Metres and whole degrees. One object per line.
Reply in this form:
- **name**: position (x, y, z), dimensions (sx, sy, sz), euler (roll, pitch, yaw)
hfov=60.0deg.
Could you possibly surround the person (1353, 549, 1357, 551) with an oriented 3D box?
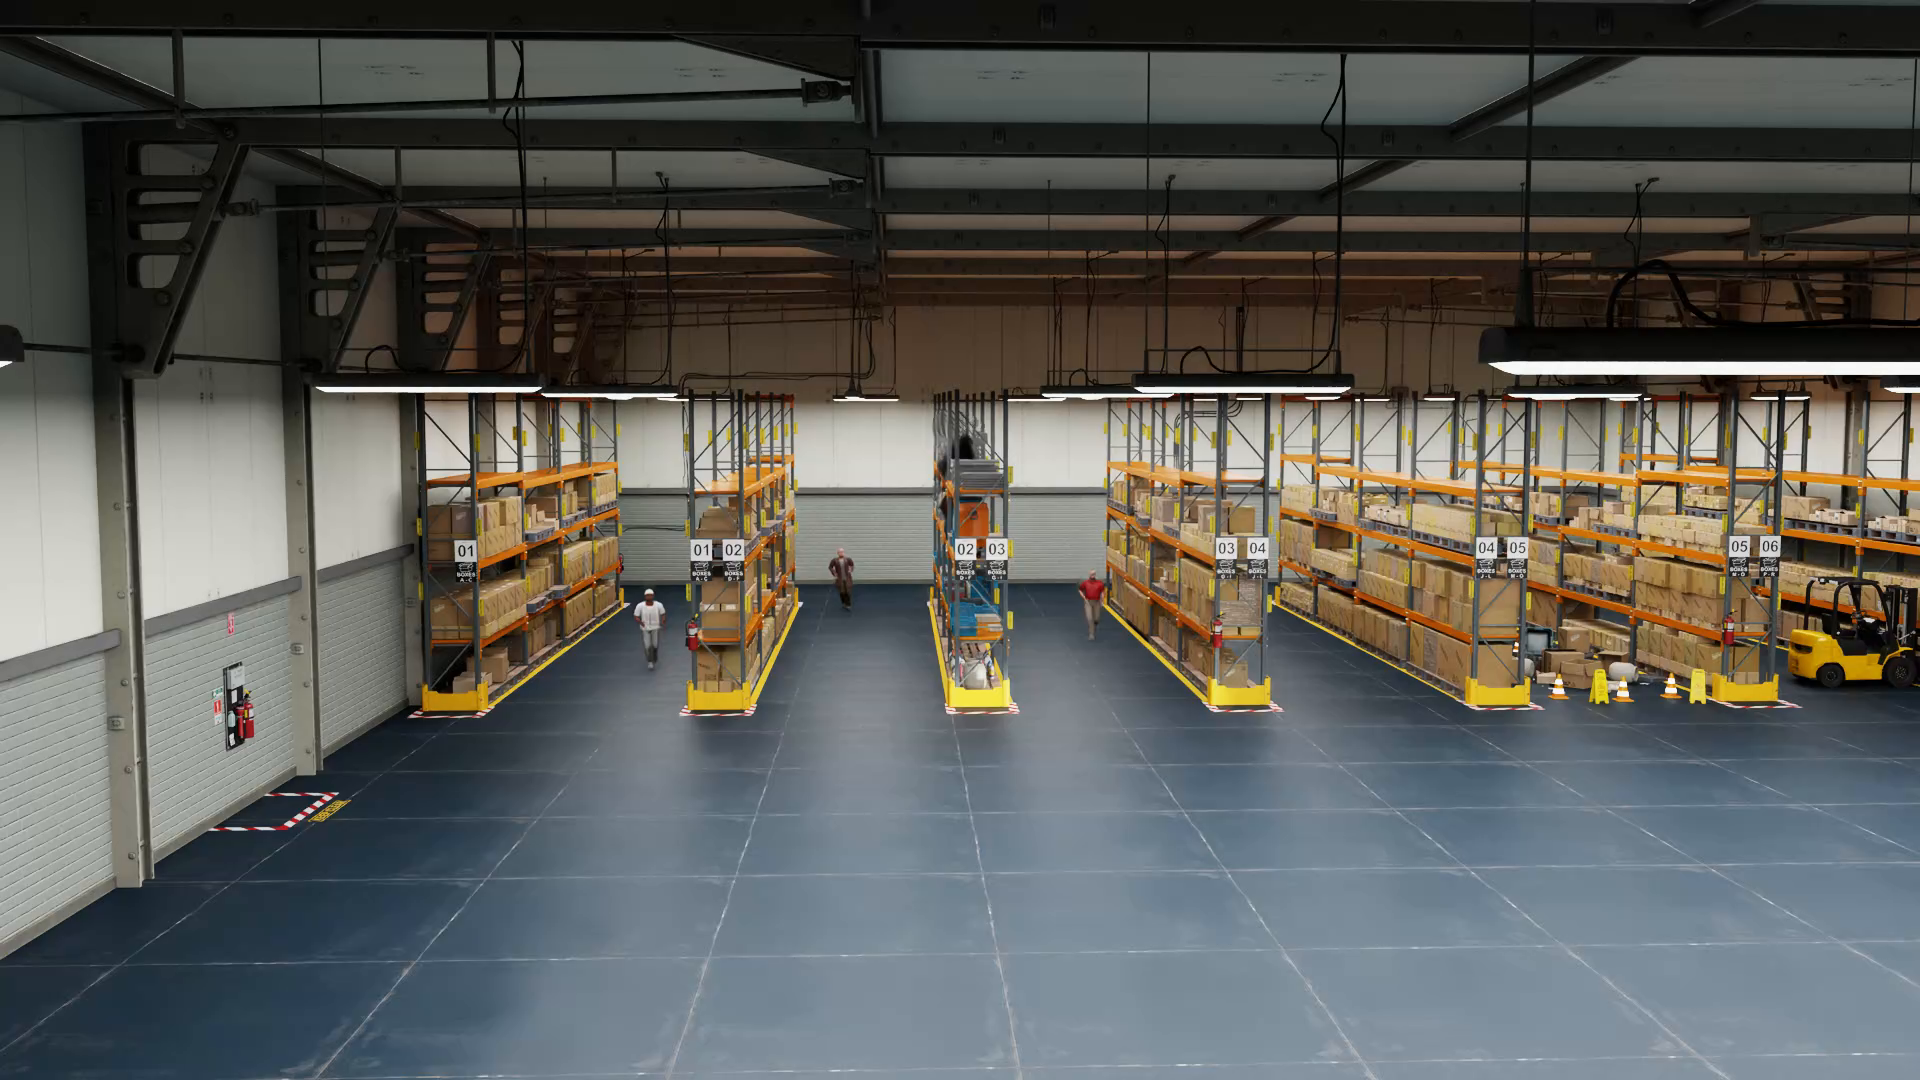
- **person**: position (11.296, 1.013, 47.811), dimensions (0.627, 1.636, 0.533), euler (-3, 6, -34)

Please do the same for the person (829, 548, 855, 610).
- **person**: position (-3.255, 1.100, 46.083), dimensions (0.719, 1.735, 0.659), euler (-1, 5, -10)

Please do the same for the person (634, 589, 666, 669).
- **person**: position (-6.717, 1.927, 36.054), dimensions (0.700, 1.723, 0.583), euler (-1, 5, -13)

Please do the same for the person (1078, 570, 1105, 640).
- **person**: position (3.234, 1.578, 40.727), dimensions (0.664, 1.685, 0.625), euler (0, 5, -1)
